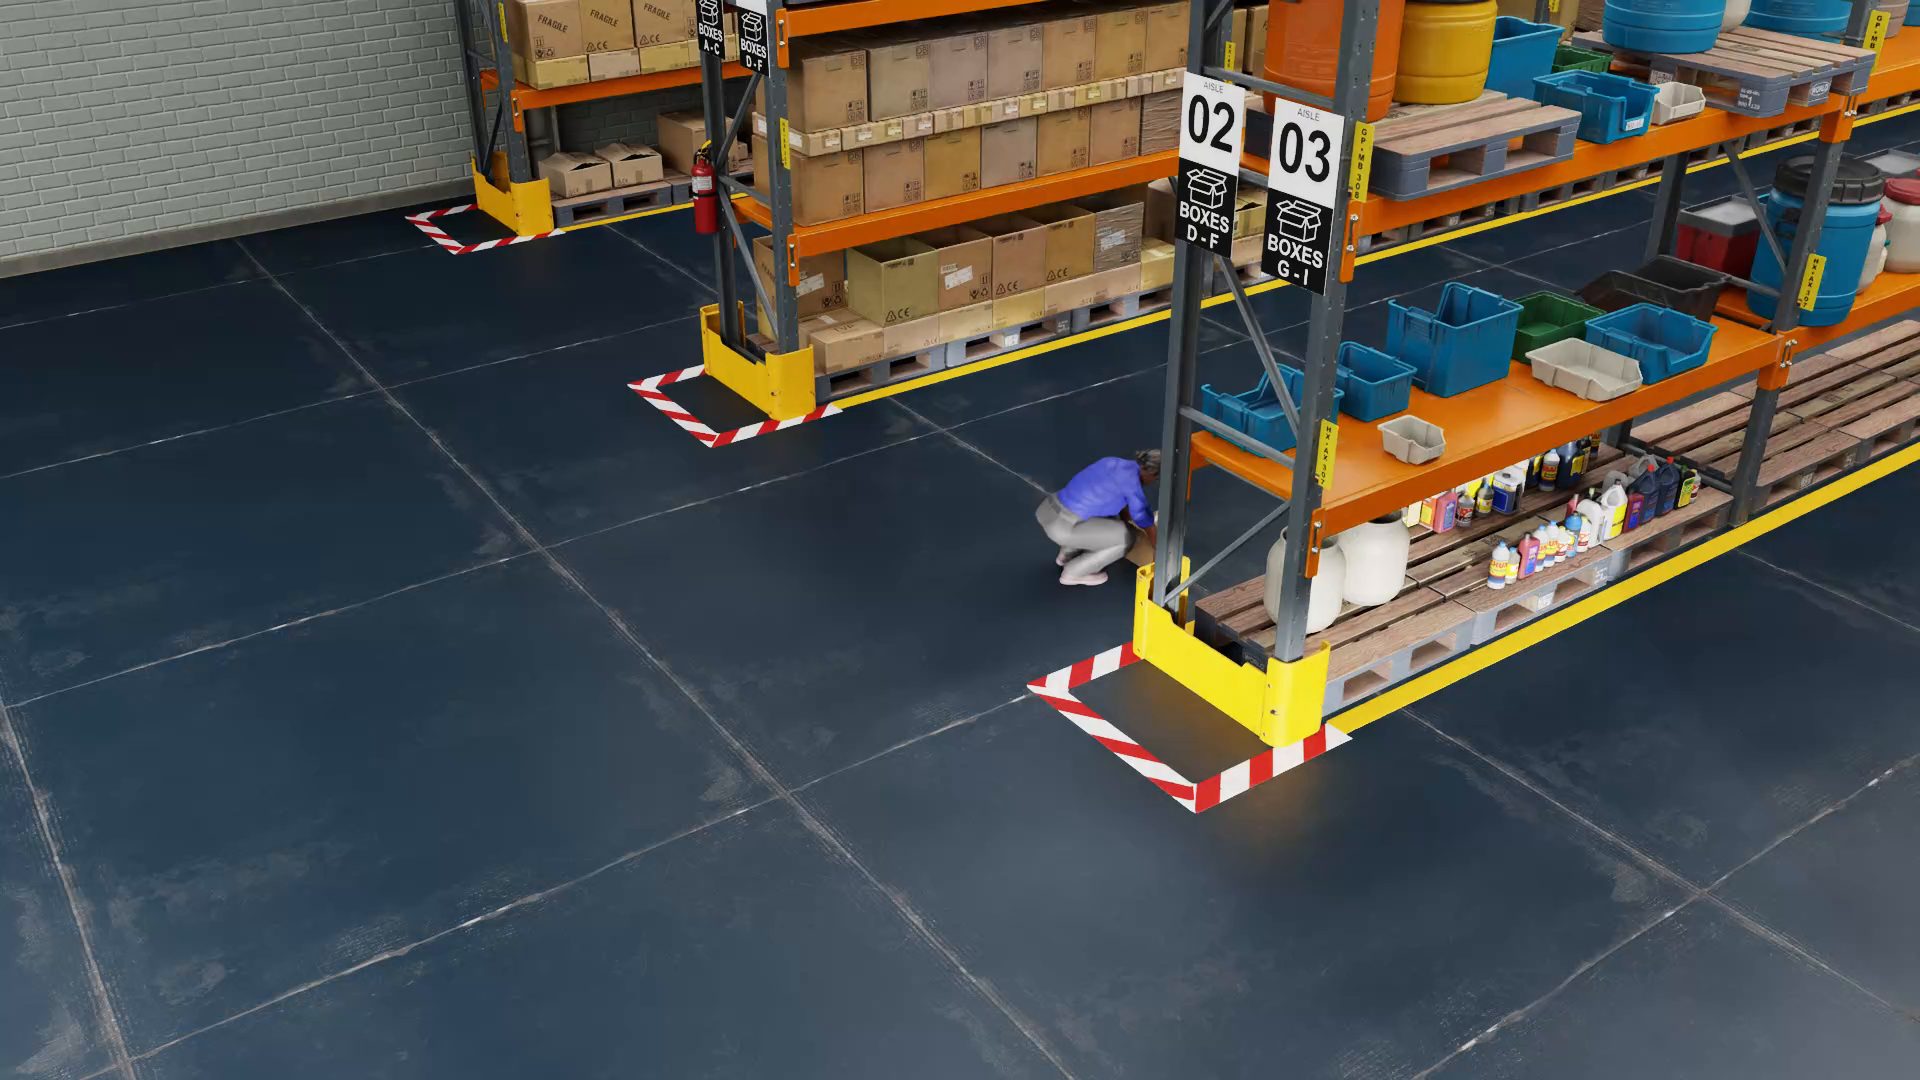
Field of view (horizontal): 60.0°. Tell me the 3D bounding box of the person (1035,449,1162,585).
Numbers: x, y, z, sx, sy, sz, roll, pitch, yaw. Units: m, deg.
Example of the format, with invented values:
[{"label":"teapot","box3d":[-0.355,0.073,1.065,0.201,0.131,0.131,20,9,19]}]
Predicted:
[{"label":"person","box3d":[0.880,-0.123,9.888,0.880,0.809,0.459,-8,30,-14]}]
